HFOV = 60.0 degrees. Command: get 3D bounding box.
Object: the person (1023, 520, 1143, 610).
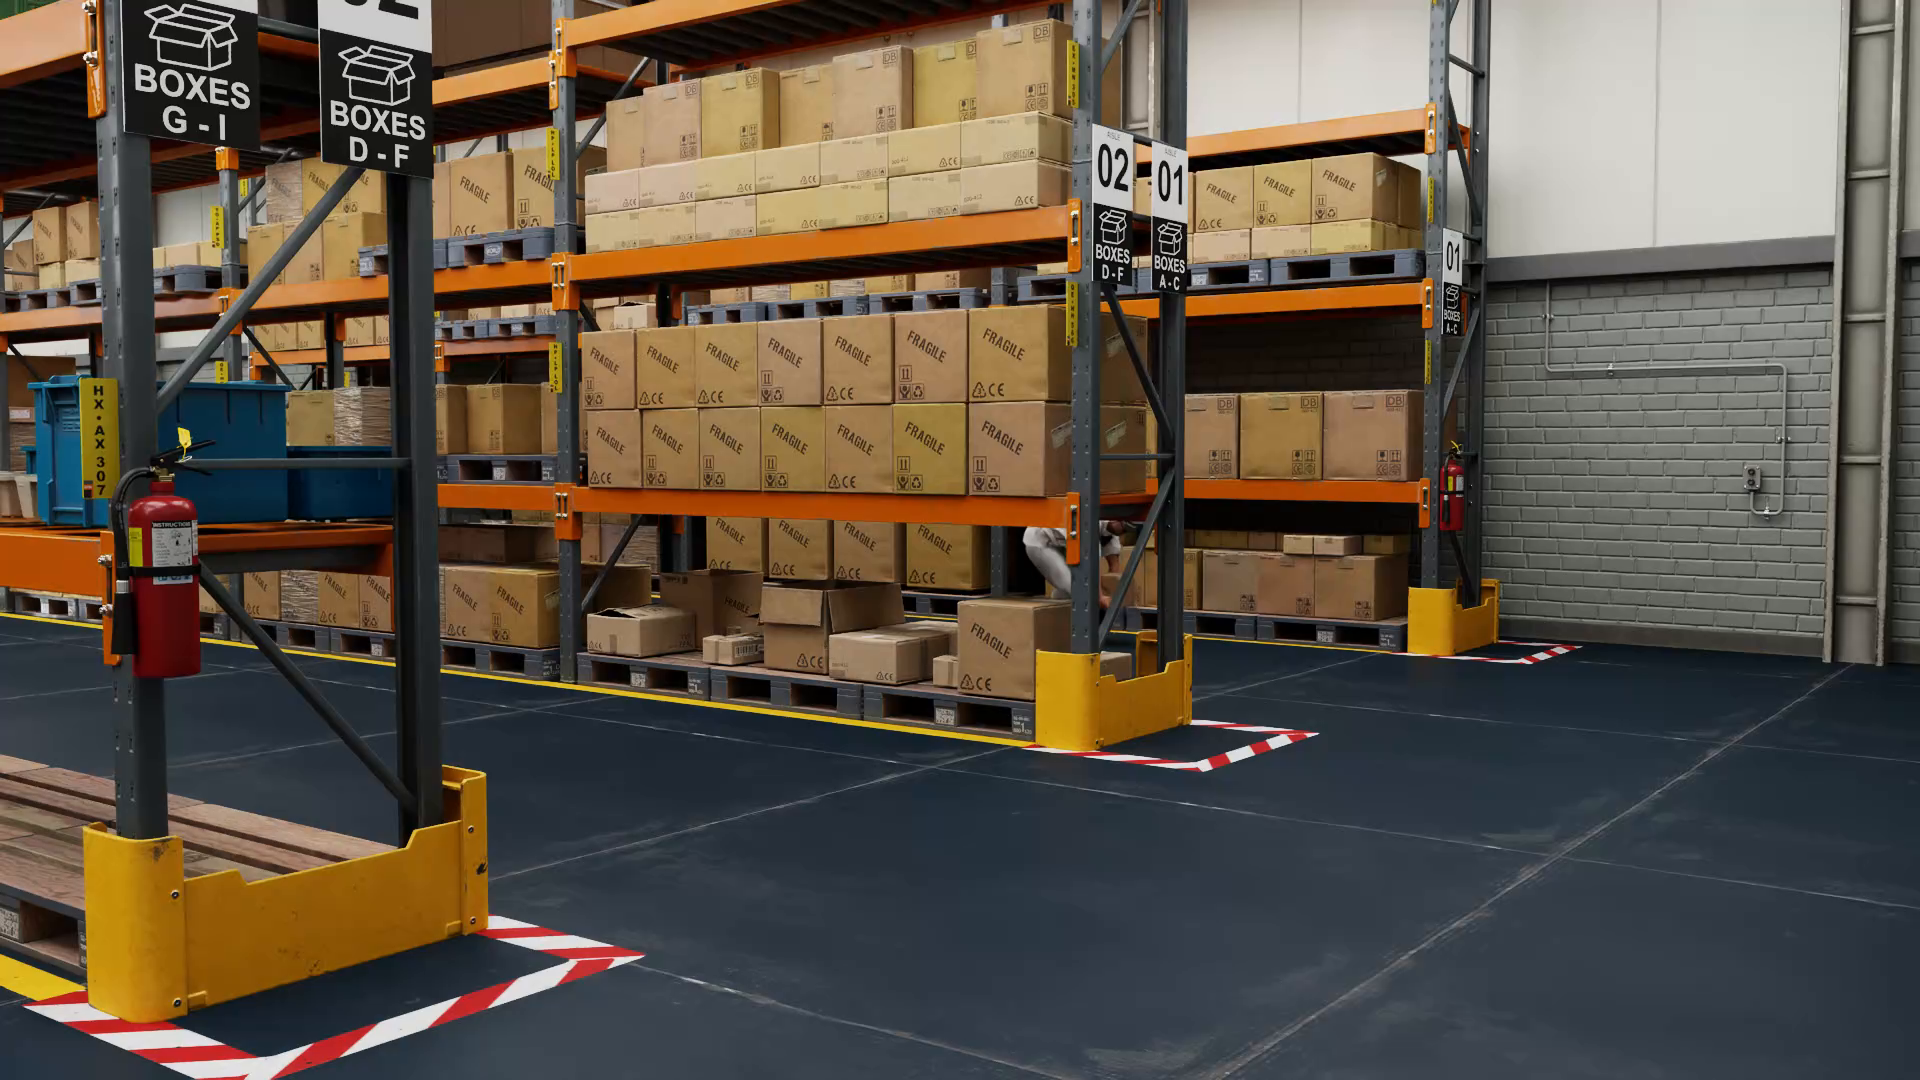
[{"bbox_3d":[1.001,0.250,13.289,1.030,1.151,0.519,2,4,33],"label":"person"}]
